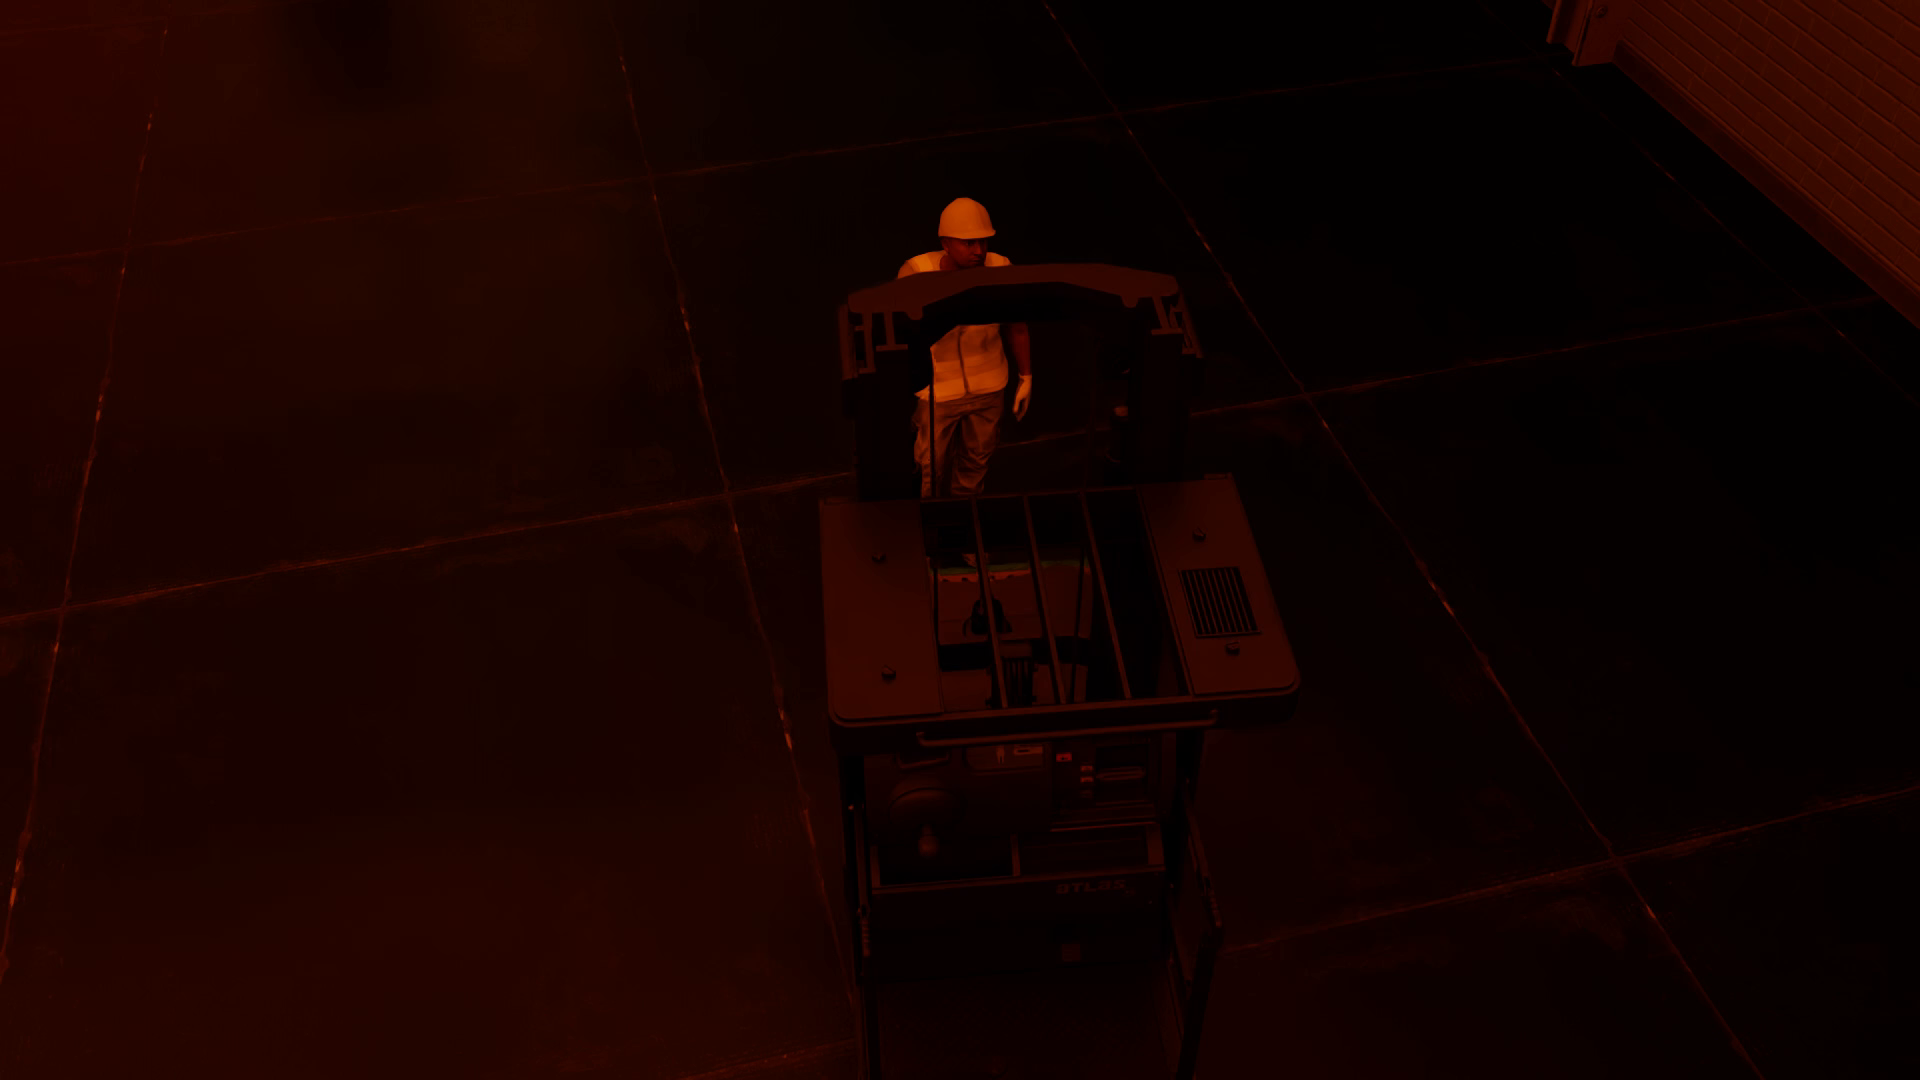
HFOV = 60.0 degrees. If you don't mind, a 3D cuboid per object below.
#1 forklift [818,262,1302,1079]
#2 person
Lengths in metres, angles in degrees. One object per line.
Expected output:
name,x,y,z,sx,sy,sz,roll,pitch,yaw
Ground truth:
forklift,0.204,0.813,4.785,1.130,2.935,3.031,-4,44,-4
person,0.010,-0.604,7.110,0.656,1.782,0.577,-10,44,-11
